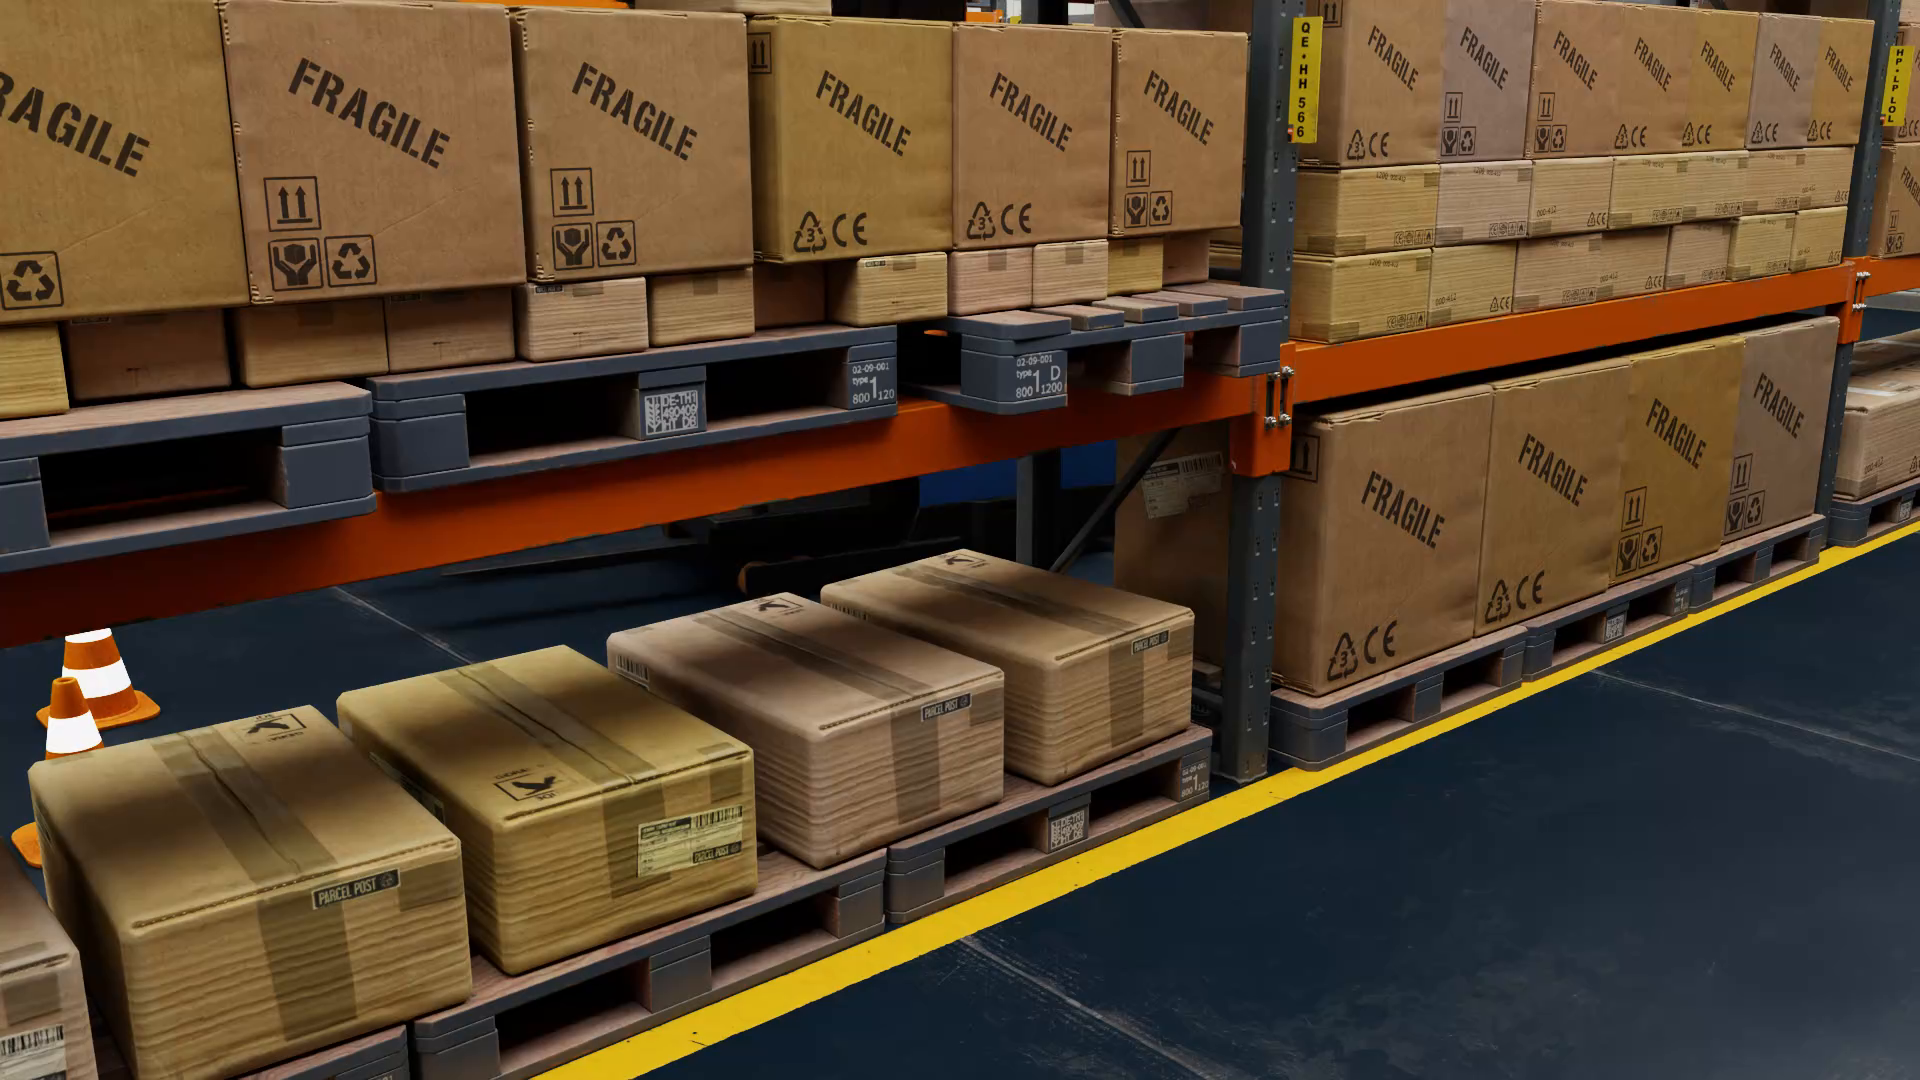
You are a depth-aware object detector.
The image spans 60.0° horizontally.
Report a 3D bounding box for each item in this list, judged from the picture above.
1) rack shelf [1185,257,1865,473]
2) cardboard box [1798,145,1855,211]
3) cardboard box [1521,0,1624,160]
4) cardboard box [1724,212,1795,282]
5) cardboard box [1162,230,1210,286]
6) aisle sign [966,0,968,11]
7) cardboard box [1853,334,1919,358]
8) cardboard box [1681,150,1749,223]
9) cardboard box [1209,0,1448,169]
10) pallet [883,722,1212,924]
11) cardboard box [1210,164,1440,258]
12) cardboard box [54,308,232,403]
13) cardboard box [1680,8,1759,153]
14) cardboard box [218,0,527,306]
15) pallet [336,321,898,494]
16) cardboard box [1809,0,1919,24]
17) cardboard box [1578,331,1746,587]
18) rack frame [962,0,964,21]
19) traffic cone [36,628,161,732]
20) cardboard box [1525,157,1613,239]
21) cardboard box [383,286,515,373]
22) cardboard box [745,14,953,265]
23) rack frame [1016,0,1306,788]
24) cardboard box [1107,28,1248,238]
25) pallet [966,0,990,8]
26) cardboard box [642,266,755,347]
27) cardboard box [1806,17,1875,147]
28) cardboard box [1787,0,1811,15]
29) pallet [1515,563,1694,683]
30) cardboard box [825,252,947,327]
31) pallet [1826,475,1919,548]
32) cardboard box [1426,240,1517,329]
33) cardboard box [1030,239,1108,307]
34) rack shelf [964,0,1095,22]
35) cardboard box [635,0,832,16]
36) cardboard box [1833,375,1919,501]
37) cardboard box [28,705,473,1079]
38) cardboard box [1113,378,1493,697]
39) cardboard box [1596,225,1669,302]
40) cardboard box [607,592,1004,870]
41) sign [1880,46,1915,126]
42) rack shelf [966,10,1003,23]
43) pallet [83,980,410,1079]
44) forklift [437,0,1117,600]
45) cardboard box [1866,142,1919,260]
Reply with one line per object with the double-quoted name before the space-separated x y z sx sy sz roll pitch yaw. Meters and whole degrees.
"rack shelf" 2.068 -0.807 6.352 4.000 0.370 1.077 -13 19 -39
"cardboard box" 3.404 -1.540 7.026 0.500 0.250 0.500 -13 20 -39
"cardboard box" 1.860 -1.553 5.622 0.500 0.500 0.500 -12 19 -38
"cardboard box" 3.019 -1.210 6.757 0.500 0.250 0.500 -13 20 -40
"cardboard box" 0.466 -0.796 4.590 0.250 0.149 0.380 -12 19 -37
"aisle sign" -0.054 -5.427 17.216 0.004 0.787 0.394 -13 19 -39
"cardboard box" 5.477 -0.848 9.263 0.875 0.438 0.875 -12 19 -38
"cardboard box" 2.645 -1.365 6.371 0.500 0.250 0.500 -12 19 -38
"cardboard box" 1.092 -1.383 4.984 0.500 0.500 0.500 -14 20 -41
"pallet" -0.031 0.664 4.856 1.213 0.211 1.003 -13 19 -39
"cardboard box" 1.104 -1.022 5.087 0.500 0.250 0.500 -13 20 -40
"cardboard box" -1.476 -0.355 2.940 0.250 0.149 0.380 -11 19 -36
"cardboard box" 2.624 -1.729 6.279 0.500 0.500 0.500 -12 19 -38
"cardboard box" -1.157 -0.723 3.059 0.500 0.500 0.500 -13 20 -40
"pallet" -0.907 -0.380 3.730 1.213 0.211 1.003 -13 19 -39
"cardboard box" 3.985 -2.341 7.313 0.250 0.149 0.380 -13 20 -40
"cardboard box" 2.485 -0.394 6.718 0.875 0.875 0.875 -12 19 -38
"rack frame" 0.251 -2.440 11.071 0.127 3.000 1.000 -13 19 -39
"traffic cone" -2.880 0.361 5.501 0.334 0.463 0.336 -13 19 -39
"cardboard box" 1.878 -1.192 5.721 0.500 0.250 0.500 -13 20 -40
"cardboard box" -1.067 -0.432 3.228 0.250 0.149 0.380 -12 19 -39
"cardboard box" -0.364 -0.904 3.738 0.500 0.500 0.500 -14 21 -43
"rack frame" 0.559 -0.816 4.991 0.127 3.000 1.000 -13 19 -39
"cardboard box" 0.399 -1.079 4.395 0.500 0.500 0.500 -13 20 -41
"pallet" -0.464 -5.379 16.434 1.213 0.211 1.003 -13 19 -39
"cardboard box" -0.650 -0.518 3.549 0.250 0.149 0.380 -13 20 -41
"cardboard box" 3.405 -1.900 6.920 0.500 0.500 0.500 -12 19 -38
"cardboard box" 3.870 -2.476 7.818 0.250 0.149 0.380 -12 19 -38
"pallet" 2.123 0.207 6.566 1.213 0.211 1.003 -13 19 -39
"cardboard box" -0.243 -0.594 3.836 0.250 0.149 0.380 -12 19 -38
"pallet" 4.202 -0.260 8.313 1.213 0.211 1.003 -13 19 -39
"cardboard box" 1.469 -0.868 5.476 0.500 0.250 0.500 -13 20 -41
"cardboard box" 0.151 -0.685 4.175 0.250 0.149 0.380 -13 20 -40
"rack shelf" 1.760 -3.880 12.046 4.000 0.370 1.077 -13 19 -39
"cardboard box" -0.490 -1.192 3.559 0.250 0.149 0.380 -14 20 -42
"cardboard box" 4.121 -0.544 8.124 0.875 0.438 0.875 -13 20 -40
"cardboard box" -1.524 0.717 3.532 0.625 0.372 0.950 -11 19 -36
"cardboard box" 1.135 -0.093 5.589 0.875 0.875 0.875 -13 20 -40
"cardboard box" 2.239 -1.040 6.120 0.500 0.250 0.500 -13 19 -39
"cardboard box" -0.425 0.471 4.451 0.625 0.372 0.950 -13 20 -40
"sign" 3.940 -1.910 6.999 0.005 0.325 0.100 -13 19 -39
"rack shelf" -1.420 -4.863 15.725 4.000 0.370 1.077 -13 19 -39
"pallet" -1.872 1.077 3.309 1.213 0.211 1.003 -13 19 -39
"forklift" -0.804 -1.321 7.015 3.031 2.935 1.130 -8 17 -26
"cardboard box" 4.103 -1.570 7.622 0.500 0.500 0.500 -12 19 -38
